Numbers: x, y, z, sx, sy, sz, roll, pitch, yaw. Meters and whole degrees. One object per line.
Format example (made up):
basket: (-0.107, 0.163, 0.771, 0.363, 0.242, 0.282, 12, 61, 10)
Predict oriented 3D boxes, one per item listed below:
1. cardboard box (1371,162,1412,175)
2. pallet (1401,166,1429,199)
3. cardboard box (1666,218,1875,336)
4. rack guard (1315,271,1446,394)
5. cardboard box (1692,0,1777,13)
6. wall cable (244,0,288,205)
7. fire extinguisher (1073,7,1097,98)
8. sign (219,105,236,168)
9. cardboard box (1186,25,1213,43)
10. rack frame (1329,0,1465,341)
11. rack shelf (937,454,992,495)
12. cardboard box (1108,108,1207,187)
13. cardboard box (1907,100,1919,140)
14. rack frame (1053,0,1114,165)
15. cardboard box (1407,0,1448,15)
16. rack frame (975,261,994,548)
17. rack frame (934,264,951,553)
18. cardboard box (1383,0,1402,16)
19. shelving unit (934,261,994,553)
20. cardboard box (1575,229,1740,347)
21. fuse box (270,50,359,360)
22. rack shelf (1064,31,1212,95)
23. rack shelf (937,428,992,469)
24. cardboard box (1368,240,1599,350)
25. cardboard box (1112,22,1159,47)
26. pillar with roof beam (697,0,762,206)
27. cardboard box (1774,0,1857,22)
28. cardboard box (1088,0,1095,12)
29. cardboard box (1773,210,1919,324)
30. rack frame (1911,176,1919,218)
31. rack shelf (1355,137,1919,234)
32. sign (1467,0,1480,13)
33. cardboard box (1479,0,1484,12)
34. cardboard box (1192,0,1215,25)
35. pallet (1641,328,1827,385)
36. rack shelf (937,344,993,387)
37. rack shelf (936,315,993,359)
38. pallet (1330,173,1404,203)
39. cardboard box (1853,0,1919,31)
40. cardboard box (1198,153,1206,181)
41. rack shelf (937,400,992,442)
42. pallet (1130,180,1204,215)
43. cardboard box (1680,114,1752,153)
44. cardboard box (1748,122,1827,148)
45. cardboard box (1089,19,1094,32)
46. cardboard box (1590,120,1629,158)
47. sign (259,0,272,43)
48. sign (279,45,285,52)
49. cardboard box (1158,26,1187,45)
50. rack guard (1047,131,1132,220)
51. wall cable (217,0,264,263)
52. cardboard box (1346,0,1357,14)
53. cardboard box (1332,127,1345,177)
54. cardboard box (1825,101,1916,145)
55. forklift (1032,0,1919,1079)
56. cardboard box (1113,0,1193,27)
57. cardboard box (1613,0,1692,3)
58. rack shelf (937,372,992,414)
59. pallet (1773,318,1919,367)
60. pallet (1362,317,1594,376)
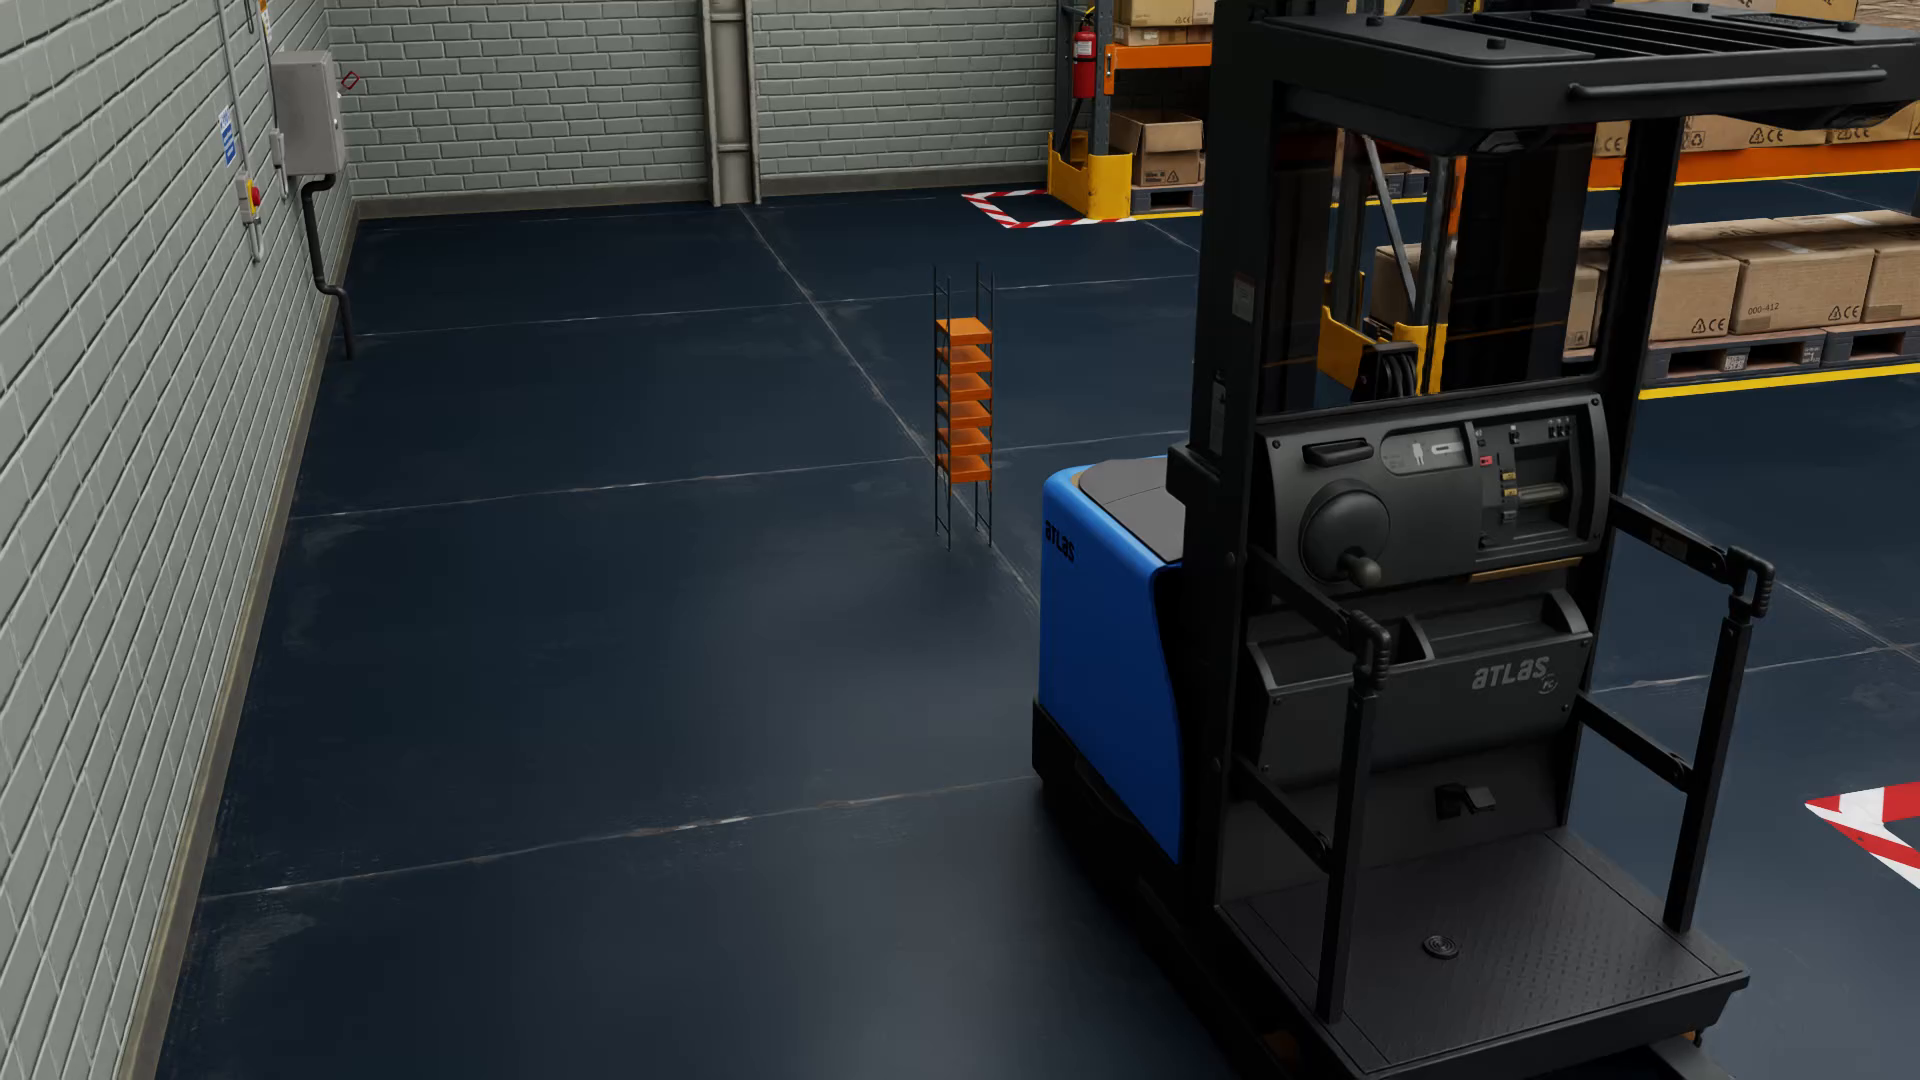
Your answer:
cardboard box: (3.420, -3.393, 13.991, 0.500, 0.500, 0.700, -7, 24, -16)
pallet: (4.163, -3.204, 14.451, 1.213, 0.211, 1.003, -6, 24, -14)
cardboard box: (4.673, -1.569, 9.818, 0.875, 0.438, 0.875, -7, 24, -16)
rack guard: (2.294, -1.097, 9.173, 0.348, 0.500, 1.175, -6, 24, -14)
cardboard box: (3.845, -2.813, 8.606, 0.500, 0.500, 0.500, -6, 24, -15)
wall cable: (-3.500, -2.643, 8.318, 0.122, 1.984, 0.588, -6, 24, -14)
fire extinguisher: (0.956, -3.735, 12.721, 0.183, 0.674, 0.296, -6, 24, -14)
sign: (-3.151, -1.738, 7.155, 0.001, 0.218, 0.327, -6, 24, -14)
cardboard box: (1.840, -4.034, 13.166, 0.250, 0.149, 0.380, -7, 24, -15)
rack frame: (2.317, -2.249, 8.687, 0.127, 3.000, 1.000, -6, 24, -14)
rack shelf: (0.014, -0.292, 7.129, 0.180, 0.103, 0.258, -6, 24, -14)
cardboard box: (1.587, -3.208, 13.555, 0.637, 0.503, 0.797, -7, 24, -16)
cardboard box: (5.297, -2.517, 9.186, 0.500, 0.500, 0.500, -7, 24, -16)
rack frame: (0.973, -4.133, 13.077, 0.127, 3.000, 1.000, -6, 24, -14)
cardboard box: (2.717, -2.896, 8.800, 0.500, 0.500, 0.500, -6, 24, -13)
rack frame: (0.102, -0.563, 7.040, 0.006, 1.200, 0.240, -6, 24, -14)
rack frame: (-0.074, -0.543, 6.994, 0.006, 1.200, 0.240, -6, 24, -14)
cardboard box: (3.438, -4.373, 13.450, 0.500, 0.250, 0.500, -6, 24, -15)
shelving unit: (0.014, -0.553, 7.017, 0.189, 1.200, 0.258, -6, 24, -14)
cardboard box: (3.805, -1.473, 9.596, 0.875, 0.438, 0.875, -6, 24, -13)
fuse box: (-3.533, -1.860, 9.415, 0.414, 1.711, 0.539, -6, 24, -14)
rack shelf: (2.899, -4.015, 13.716, 4.000, 0.370, 1.077, -6, 24, -14)
rack shelf: (0.014, -0.402, 7.082, 0.180, 0.103, 0.258, -6, 24, -14)
cardboard box: (2.926, -1.372, 9.361, 0.875, 0.438, 0.875, -7, 24, -16)
cardboard box: (1.364, -3.948, 12.966, 0.250, 0.149, 0.380, -6, 24, -15)
pillar with roof beam: (-0.704, -5.310, 8.214, 0.400, 9.000, 9.100, -6, 24, -14)
cardboard box: (4.326, -2.866, 8.730, 0.500, 0.500, 0.500, -6, 24, -14)
cardboard box: (1.344, -4.350, 13.397, 0.500, 0.250, 0.500, -6, 24, -13)
cardboard box: (5.535, -1.664, 10.041, 0.875, 0.438, 0.875, -7, 24, -15)
rack frame: (6.169, -2.675, 9.679, 0.127, 3.000, 1.000, -6, 24, -14)
rack shelf: (4.243, -2.131, 9.325, 4.000, 0.370, 1.077, -6, 24, -14)
sign: (2.461, -2.472, 8.008, 0.005, 0.325, 0.100, -6, 24, -14)
cardboard box: (2.856, -2.697, 8.337, 0.500, 0.500, 0.500, -7, 24, -16)
cardboard box: (1.968, -4.200, 13.048, 0.500, 0.250, 0.500, -6, 24, -14)
pallet: (4.238, -1.211, 9.804, 1.213, 0.211, 1.003, -6, 24, -14)
rack shelf: (0.014, -0.733, 6.940, 0.180, 0.103, 0.258, -6, 24, -14)
rack shelf: (0.014, -0.843, 6.893, 0.180, 0.103, 0.258, -6, 24, -14)
pallet: (2.986, -3.073, 14.145, 1.213, 0.211, 1.003, -6, 24, -14)
cardboard box: (4.811, -2.916, 8.848, 0.500, 0.500, 0.500, -6, 24, -14)
cardboard box: (2.007, -3.075, 13.696, 0.250, 0.149, 0.380, -7, 24, -16)
rack shelf: (0.014, -0.512, 7.035, 0.180, 0.103, 0.258, -6, 24, -14)
pallet: (1.813, -2.945, 13.845, 1.213, 0.211, 1.003, -6, 24, -14)
cardboard box: (3.831, -2.349, 8.792, 0.500, 0.500, 0.500, -6, 24, -15)
cardboard box: (4.309, -2.408, 8.932, 0.500, 0.500, 0.500, -6, 24, -13)
cardboard box: (1.219, -4.154, 13.447, 0.250, 0.149, 0.380, -7, 24, -15)
cardboard box: (3.337, -2.301, 8.682, 0.500, 0.500, 0.500, -7, 24, -15)
sign: (-3.717, -2.789, 8.898, 0.001, 0.242, 0.339, -6, 24, -14)
sign: (-3.865, -2.574, 9.565, 0.001, 0.494, 0.329, -6, 24, -14)
cardboard box: (1.596, -3.993, 13.070, 0.250, 0.149, 0.380, -6, 24, -13)
rack guard: (1.046, -2.992, 13.589, 0.348, 0.500, 1.175, -6, 24, -14)
wall cable: (-3.105, -2.120, 7.060, 0.123, 1.953, 0.585, -6, 24, -14)
cardboard box: (2.942, -4.318, 13.323, 0.500, 0.250, 0.500, -7, 24, -16)
cardboard box: (2.957, -3.301, 13.776, 0.500, 0.500, 0.500, -6, 24, -13)
cardboard box: (4.817, -2.458, 9.048, 0.500, 0.500, 0.500, -7, 24, -15)
forklift: (1.214, -0.092, 3.748, 1.130, 2.935, 3.031, -8, 25, -18)
cardboard box: (1.483, -4.147, 12.923, 0.500, 0.250, 0.500, -6, 24, -14)
cardboard box: (3.352, -2.755, 8.471, 0.500, 0.500, 0.500, -7, 24, -16)
rack shelf: (0.014, -0.622, 6.987, 0.180, 0.103, 0.258, -6, 24, -14)
pallet: (5.415, -1.342, 10.110, 1.213, 0.211, 1.003, -6, 24, -14)
pallet: (3.066, -1.082, 9.504, 1.213, 0.211, 1.003, -6, 24, -14)
